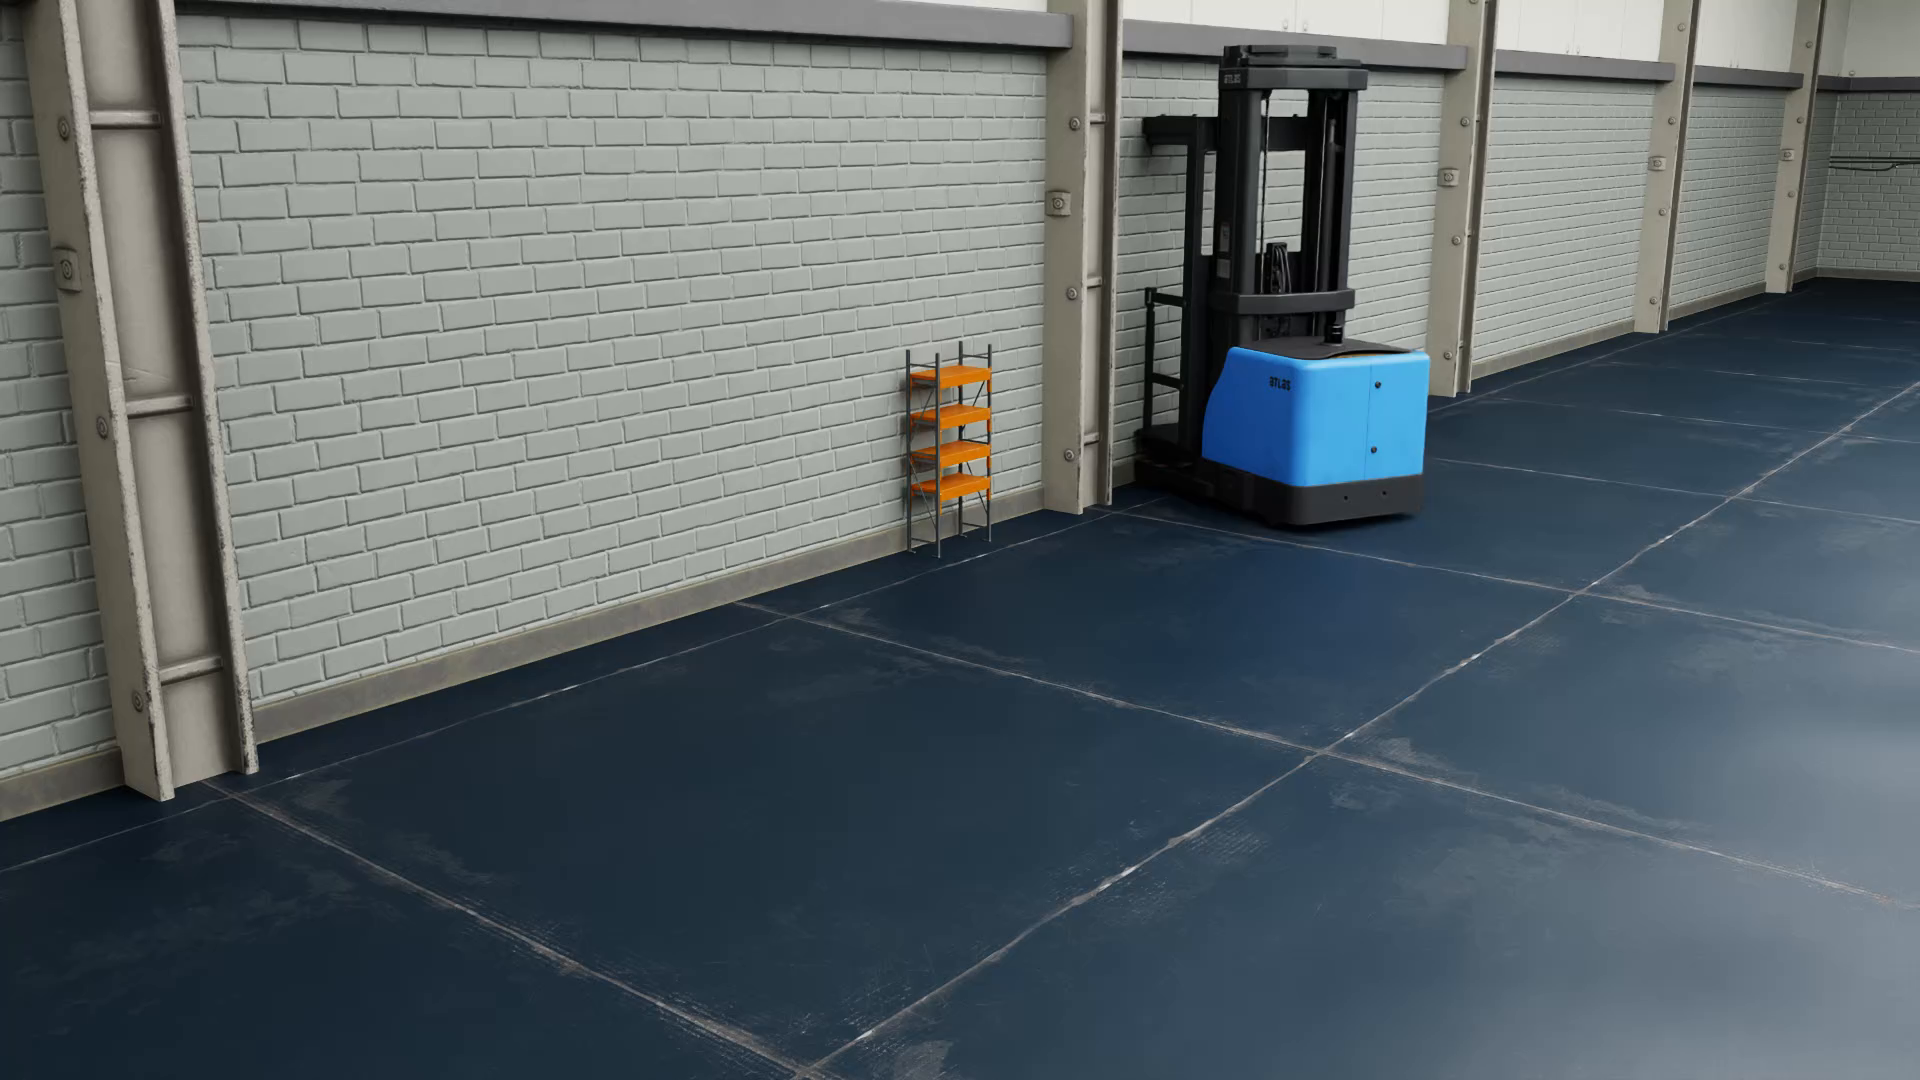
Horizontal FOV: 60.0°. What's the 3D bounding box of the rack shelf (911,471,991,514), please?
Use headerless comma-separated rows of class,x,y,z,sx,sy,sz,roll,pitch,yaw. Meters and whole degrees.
rack shelf,-0.062,-0.285,9.885,0.258,0.148,0.480,11,18,37

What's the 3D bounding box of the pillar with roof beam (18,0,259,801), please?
pillar with roof beam,0.348,-2.773,2.761,9.100,9.000,0.400,11,18,38

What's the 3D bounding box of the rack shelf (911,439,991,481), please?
rack shelf,-0.062,-0.477,9.836,0.258,0.148,0.480,11,18,37

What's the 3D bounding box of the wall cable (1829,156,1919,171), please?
wall cable,14.964,-6.890,25.274,3.097,2.526,0.112,11,18,38

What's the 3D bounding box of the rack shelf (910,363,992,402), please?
rack shelf,-0.062,-0.923,9.722,0.258,0.148,0.480,11,18,37

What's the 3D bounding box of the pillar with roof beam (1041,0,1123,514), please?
pillar with roof beam,4.119,-3.922,7.284,9.100,9.000,0.400,11,18,38

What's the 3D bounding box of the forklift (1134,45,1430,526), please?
forklift,1.874,-1.826,11.359,1.130,2.935,3.031,-7,16,-24

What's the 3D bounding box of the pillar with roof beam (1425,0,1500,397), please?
pillar with roof beam,7.890,-5.071,11.807,9.100,9.000,0.400,11,18,38

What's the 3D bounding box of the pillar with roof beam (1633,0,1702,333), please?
pillar with roof beam,11.661,-6.220,16.331,9.100,9.000,0.400,11,18,38

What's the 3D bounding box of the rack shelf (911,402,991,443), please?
rack shelf,-0.062,-0.694,9.781,0.258,0.148,0.480,11,18,37

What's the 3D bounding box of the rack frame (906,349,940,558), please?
rack frame,-0.214,-0.495,9.634,0.240,1.200,0.015,11,18,37

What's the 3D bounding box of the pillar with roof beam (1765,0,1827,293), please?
pillar with roof beam,15.432,-7.369,20.854,9.100,9.000,0.400,11,18,38

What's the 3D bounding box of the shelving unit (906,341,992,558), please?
shelving unit,-0.062,-0.542,9.819,0.258,1.200,0.503,11,18,37

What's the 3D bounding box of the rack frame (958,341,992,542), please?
rack frame,0.089,-0.589,10.004,0.240,1.200,0.015,11,18,37
